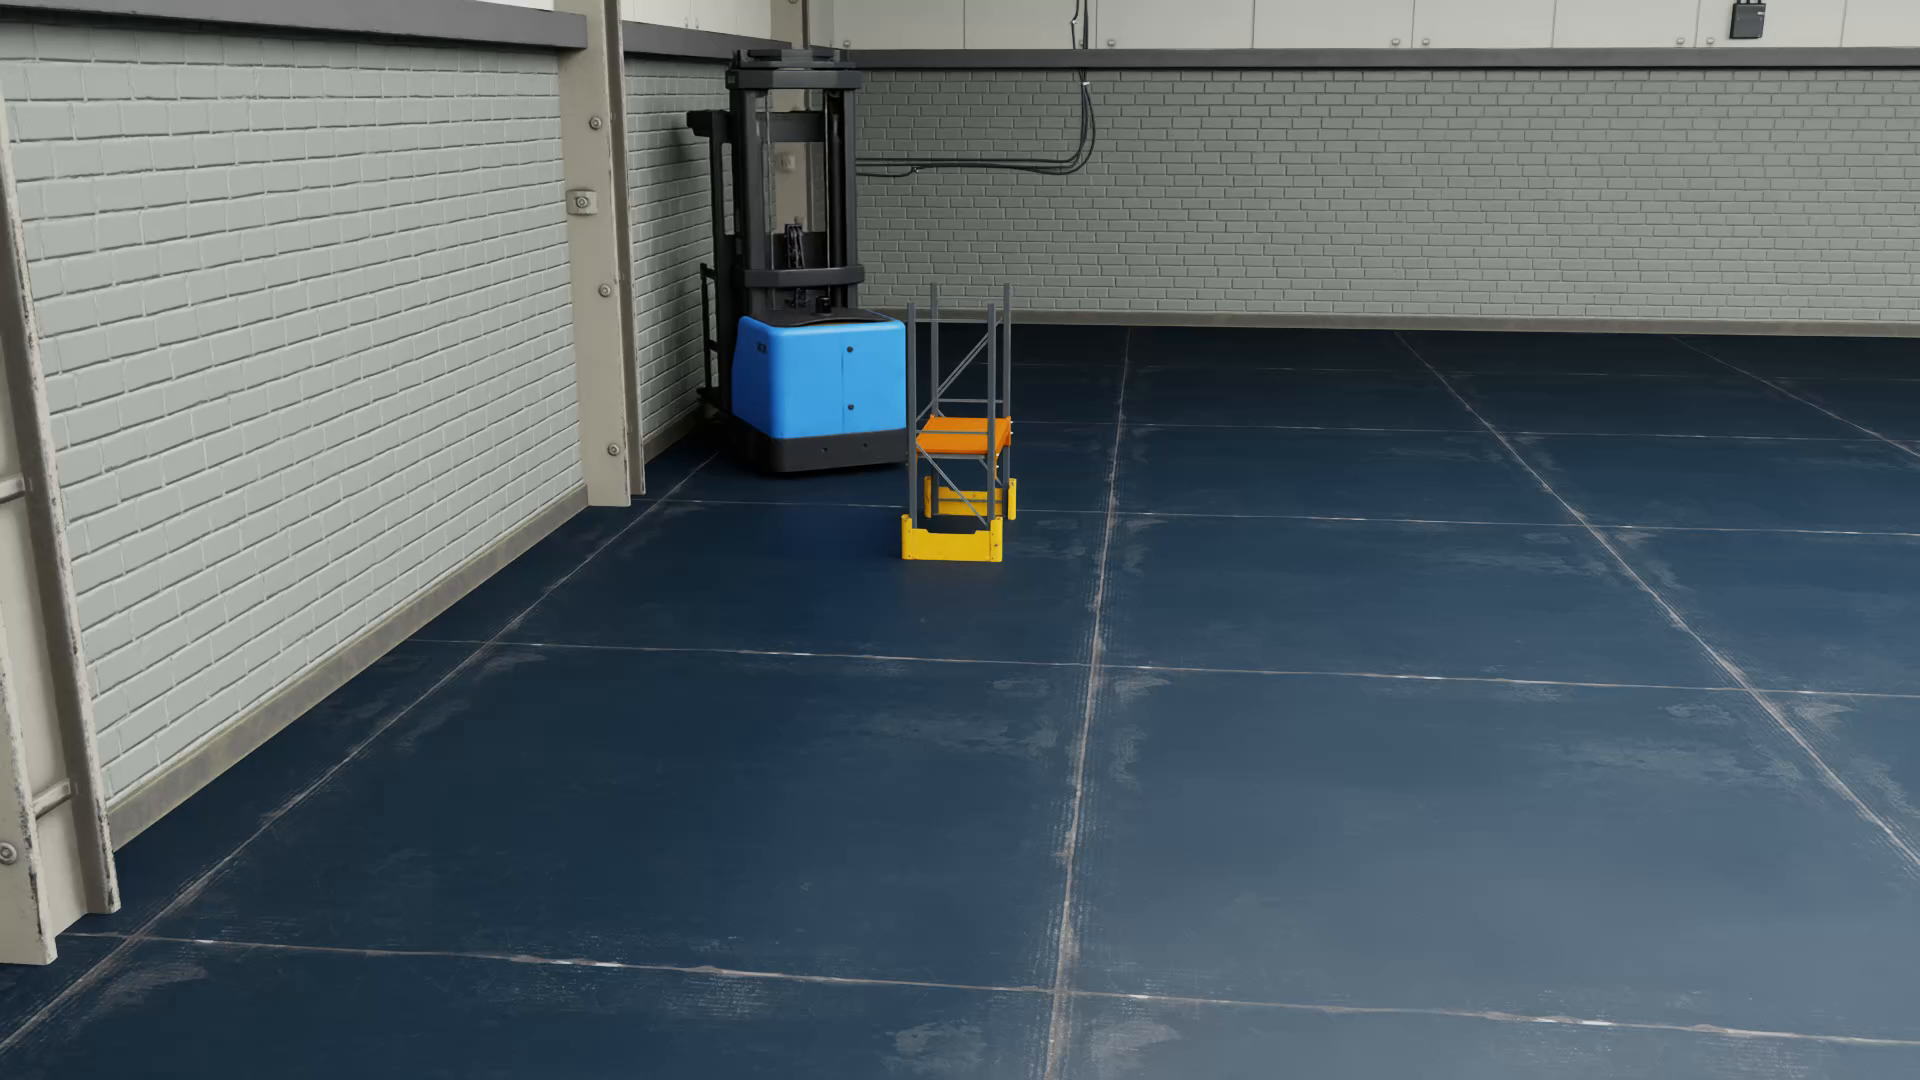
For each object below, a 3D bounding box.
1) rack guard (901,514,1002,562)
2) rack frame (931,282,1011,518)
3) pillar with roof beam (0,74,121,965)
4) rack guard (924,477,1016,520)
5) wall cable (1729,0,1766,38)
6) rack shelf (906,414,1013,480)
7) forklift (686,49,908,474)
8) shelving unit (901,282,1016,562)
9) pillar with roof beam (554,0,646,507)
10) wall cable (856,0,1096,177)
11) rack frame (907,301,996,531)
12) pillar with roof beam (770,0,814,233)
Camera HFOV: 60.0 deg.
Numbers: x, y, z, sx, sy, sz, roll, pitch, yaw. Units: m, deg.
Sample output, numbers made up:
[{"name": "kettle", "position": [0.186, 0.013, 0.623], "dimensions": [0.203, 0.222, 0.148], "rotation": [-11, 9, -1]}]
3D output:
[{"name": "rack guard", "position": [-0.048, -0.011, 9.725], "dimensions": [0.587, 0.250, 0.087], "rotation": [2, 15, 6]}, {"name": "rack frame", "position": [0.067, -0.878, 10.536], "dimensions": [0.500, 1.500, 0.032], "rotation": [2, 15, 6]}, {"name": "pillar with roof beam", "position": [1.279, -2.938, 3.787], "dimensions": [9.100, 9.000, 0.400], "rotation": [2, 15, 6]}, {"name": "rack guard", "position": [0.065, -0.270, 10.680], "dimensions": [0.587, 0.250, 0.087], "rotation": [2, 15, 6]}, {"name": "wall cable", "position": [9.433, -8.260, 16.954], "dimensions": [2.305, 6.003, 0.169], "rotation": [2, 15, 6]}, {"name": "rack shelf", "position": [0.010, -0.572, 10.095], "dimensions": [0.538, 0.185, 1.000], "rotation": [2, 15, 6]}, {"name": "forklift", "position": [-1.420, -2.225, 12.776], "dimensions": [1.130, 2.935, 3.031], "rotation": [-6, 16, -23]}, {"name": "shelving unit", "position": [0.009, -0.744, 10.039], "dimensions": [0.587, 1.500, 1.083], "rotation": [2, 15, 6]}, {"name": "pillar with roof beam", "position": [1.956, -4.494, 9.542], "dimensions": [9.100, 9.000, 0.400], "rotation": [2, 15, 6]}, {"name": "wall cable", "position": [0.002, -5.403, 18.853], "dimensions": [3.097, 2.526, 0.112], "rotation": [2, 15, 6]}, {"name": "rack frame", "position": [-0.048, -0.614, 9.561], "dimensions": [0.500, 1.500, 0.032], "rotation": [2, 15, 6]}, {"name": "pillar with roof beam", "position": [2.633, -6.050, 15.297], "dimensions": [9.100, 9.000, 0.400], "rotation": [2, 15, 6]}]
